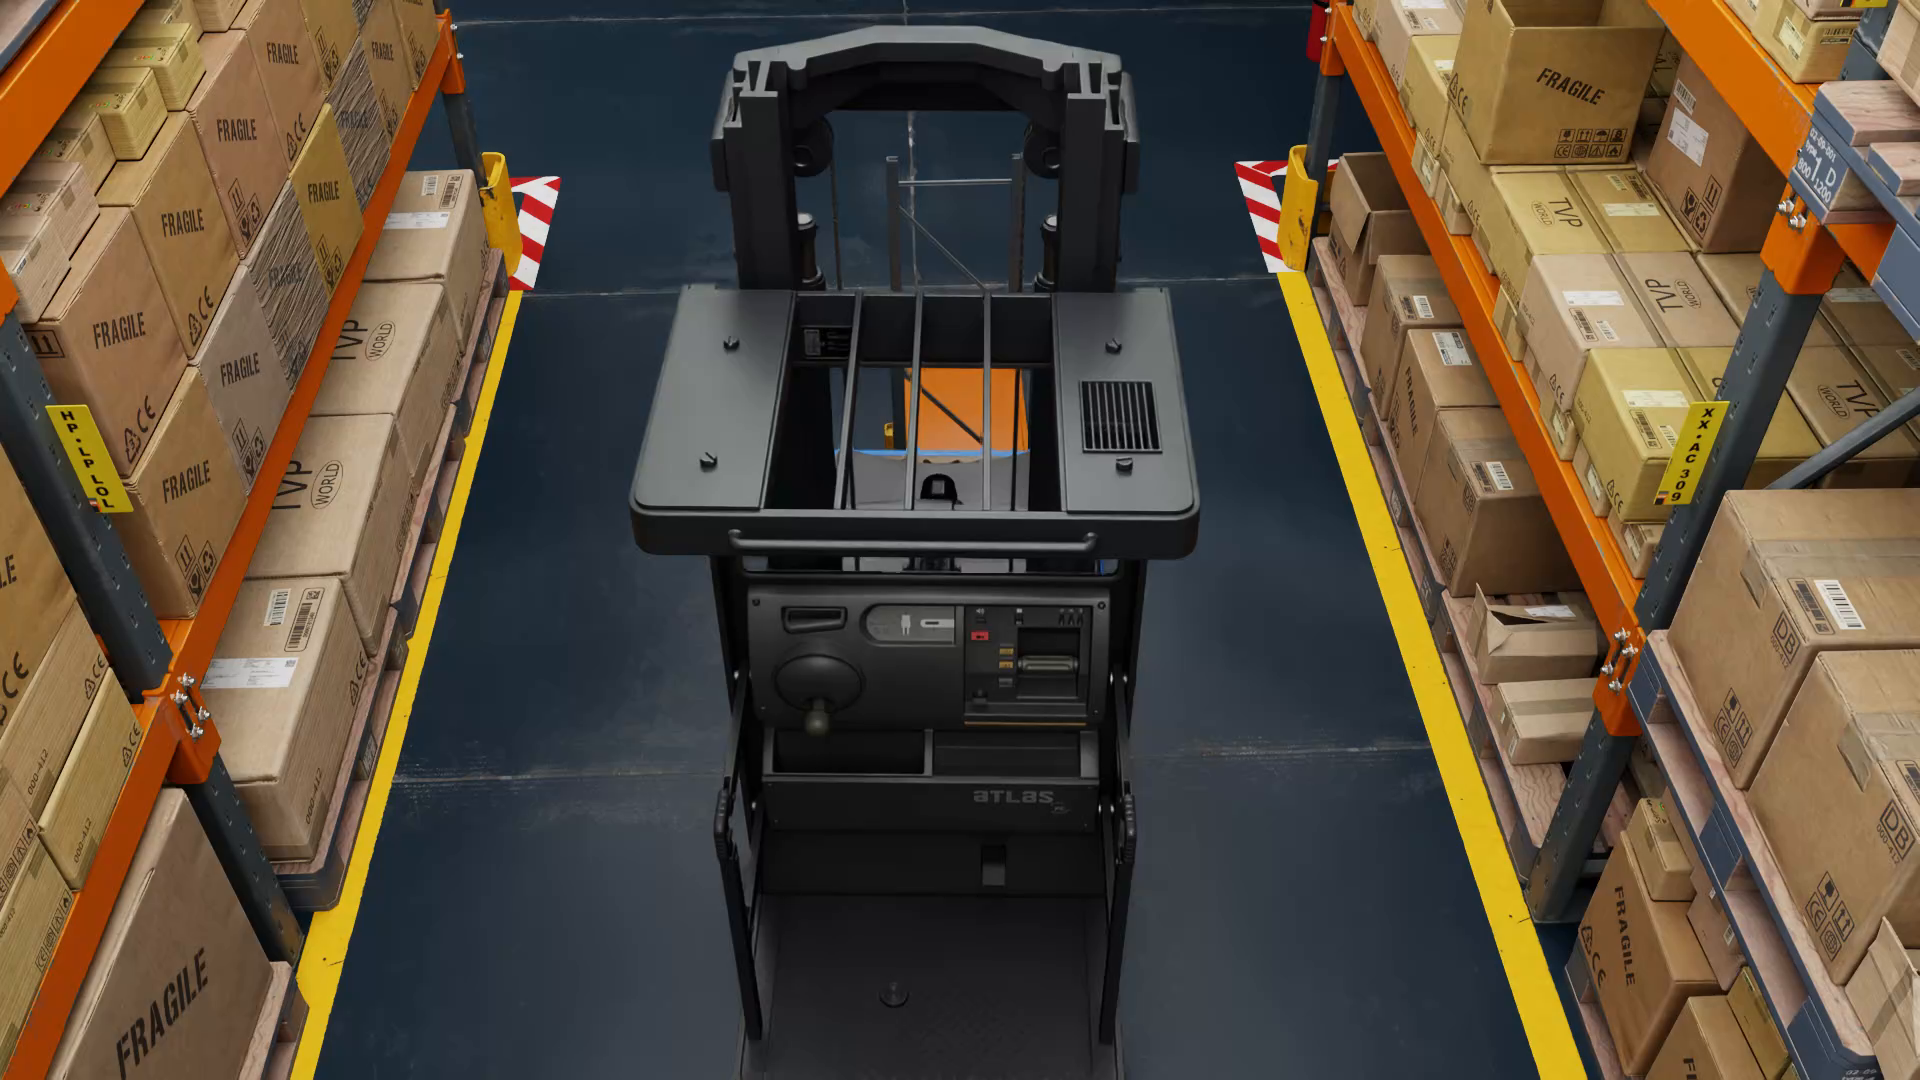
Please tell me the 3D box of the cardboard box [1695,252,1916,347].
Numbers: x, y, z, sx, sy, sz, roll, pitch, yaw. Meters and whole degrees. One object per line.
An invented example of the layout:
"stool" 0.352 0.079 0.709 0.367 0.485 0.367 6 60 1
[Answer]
"cardboard box" 2.576 -0.649 5.129 0.500 0.250 0.500 -2 43 -2

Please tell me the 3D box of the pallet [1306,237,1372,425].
"pallet" 2.224 -0.997 7.681 1.003 0.211 1.213 -2 43 -2

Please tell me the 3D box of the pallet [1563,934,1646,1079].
"pallet" 2.428 1.662 4.780 1.003 0.211 1.213 -2 43 -2

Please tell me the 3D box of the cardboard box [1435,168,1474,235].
"cardboard box" 1.962 -1.243 6.073 0.380 0.149 0.250 -1 43 -1

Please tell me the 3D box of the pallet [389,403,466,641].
"pallet" -2.612 -0.082 6.683 1.003 0.211 1.213 -2 43 -2

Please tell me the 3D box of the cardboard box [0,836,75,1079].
"cardboard box" -2.312 0.926 3.631 0.500 0.250 0.500 -2 43 -2

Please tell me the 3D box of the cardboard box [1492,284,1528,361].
"cardboard box" 1.999 -0.729 5.511 0.380 0.149 0.250 -2 43 -2

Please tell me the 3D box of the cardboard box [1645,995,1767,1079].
"cardboard box" 2.184 1.545 4.384 0.500 0.500 0.500 -2 43 -2

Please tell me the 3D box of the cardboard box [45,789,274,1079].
"cardboard box" -2.497 1.276 4.400 0.875 0.875 0.875 0 43 0

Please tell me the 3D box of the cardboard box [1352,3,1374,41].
"cardboard box" 1.926 -2.292 7.216 0.380 0.149 0.250 -2 43 -2

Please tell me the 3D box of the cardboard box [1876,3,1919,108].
"cardboard box" 1.971 -0.905 3.099 0.380 0.149 0.250 -1 43 -1

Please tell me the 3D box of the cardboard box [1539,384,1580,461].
"cardboard box" 2.022 -0.379 5.130 0.380 0.149 0.250 -1 43 -1

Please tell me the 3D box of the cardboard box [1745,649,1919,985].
"cardboard box" 2.175 0.577 3.516 0.700 0.500 0.500 -1 43 -1

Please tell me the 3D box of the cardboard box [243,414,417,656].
"cardboard box" -2.561 -0.010 6.127 0.875 0.438 0.875 -3 43 -3

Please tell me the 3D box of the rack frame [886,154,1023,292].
"rack frame" -0.018 -0.838 6.555 0.500 1.500 0.032 -2 43 -2

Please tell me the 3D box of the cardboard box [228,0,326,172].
"cardboard box" -2.426 -1.531 5.386 0.500 0.500 0.500 -2 43 -2

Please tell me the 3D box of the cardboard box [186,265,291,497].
"cardboard box" -2.379 -0.470 4.969 0.500 0.500 0.500 -1 43 -2

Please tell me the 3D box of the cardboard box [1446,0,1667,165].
"cardboard box" 2.000 -1.618 5.631 0.500 0.500 0.500 -1 43 -1

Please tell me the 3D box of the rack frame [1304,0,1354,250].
"rack frame" 2.186 -2.614 7.382 1.000 3.000 0.127 -2 43 -2

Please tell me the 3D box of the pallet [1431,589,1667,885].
"pallet" 2.327 0.651 5.884 1.003 0.211 1.213 -2 43 -2

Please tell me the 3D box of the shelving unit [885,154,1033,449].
"shelving unit" 0.003 -0.501 6.187 0.587 1.500 1.083 -2 43 -2

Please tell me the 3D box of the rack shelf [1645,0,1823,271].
"rack shelf" 2.271 -2.105 5.139 1.077 0.370 4.000 -2 43 -2

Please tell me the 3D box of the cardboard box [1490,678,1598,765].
"cardboard box" 2.039 0.615 5.659 0.380 0.149 0.250 -3 43 -3

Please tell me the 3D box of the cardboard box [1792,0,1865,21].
"cardboard box" 2.085 -1.392 3.720 0.500 0.250 0.500 -1 43 -2

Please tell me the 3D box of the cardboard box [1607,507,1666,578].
"cardboard box" 2.090 -0.029 4.748 0.380 0.149 0.250 -1 43 -1

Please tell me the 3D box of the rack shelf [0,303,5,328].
"rack shelf" -2.518 0.741 2.034 1.077 0.370 4.000 -2 43 -2

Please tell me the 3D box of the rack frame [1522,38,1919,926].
"rack frame" 2.356 0.086 4.436 1.000 3.000 0.127 -2 43 -2

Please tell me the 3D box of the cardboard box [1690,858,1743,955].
"cardboard box" 2.164 0.928 4.357 0.380 0.149 0.250 -4 43 -4

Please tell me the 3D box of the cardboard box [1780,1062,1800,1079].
"cardboard box" 2.242 1.406 4.055 0.380 0.149 0.250 -2 43 -3

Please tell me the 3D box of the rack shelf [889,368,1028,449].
"rack shelf" 0.004 -0.363 6.302 0.538 0.185 1.000 -2 43 -2

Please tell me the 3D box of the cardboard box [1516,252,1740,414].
"cardboard box" 2.054 -0.643 5.122 0.500 0.250 0.500 -2 43 -2

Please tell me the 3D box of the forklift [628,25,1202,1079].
"forklift" -0.081 0.400 4.144 1.130 2.935 3.031 1 43 1

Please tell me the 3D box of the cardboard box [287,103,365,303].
"cardboard box" -2.415 -1.154 5.715 0.500 0.500 0.500 0 43 -1

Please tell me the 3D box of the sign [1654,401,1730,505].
"sign" 1.814 -0.212 4.121 0.100 0.325 0.005 -2 43 -2

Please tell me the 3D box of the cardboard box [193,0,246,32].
"cardboard box" -2.403 -1.663 5.050 0.380 0.149 0.250 -2 43 -2

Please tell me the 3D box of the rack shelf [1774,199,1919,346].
"rack shelf" 2.441 0.596 2.193 1.077 0.370 4.000 -2 43 -2

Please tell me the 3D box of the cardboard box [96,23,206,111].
"cardboard box" -2.369 -1.328 4.684 0.380 0.149 0.250 -3 43 -3

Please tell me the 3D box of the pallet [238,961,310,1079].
"pallet" -2.495 1.778 4.654 1.003 0.211 1.213 -2 43 -2

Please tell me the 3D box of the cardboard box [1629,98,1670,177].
"cardboard box" 2.529 -1.330 5.872 0.500 0.250 0.500 -2 43 -2

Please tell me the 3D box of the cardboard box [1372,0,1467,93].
"cardboard box" 1.958 -2.014 6.618 0.500 0.250 0.500 -1 43 -1

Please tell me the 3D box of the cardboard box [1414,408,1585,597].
"cardboard box" 2.159 -0.153 6.236 0.700 0.500 0.500 -3 43 -3

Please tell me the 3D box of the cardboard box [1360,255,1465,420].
"cardboard box" 2.115 -0.854 7.001 0.700 0.500 0.500 0 43 0

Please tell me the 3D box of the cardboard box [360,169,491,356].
"cardboard box" -2.645 -1.237 7.465 0.875 0.438 0.875 -3 43 -3

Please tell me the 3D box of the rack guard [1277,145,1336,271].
"rack guard" 2.189 -1.641 8.171 1.175 0.500 0.348 -2 43 -2

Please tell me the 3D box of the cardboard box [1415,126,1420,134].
"cardboard box" 1.995 -1.593 6.454 0.380 0.149 0.250 -1 43 -1

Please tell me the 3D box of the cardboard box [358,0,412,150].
"cardboard box" -2.482 -1.849 6.473 0.500 0.500 0.500 -2 43 -3

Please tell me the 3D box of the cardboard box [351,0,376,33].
"cardboard box" -2.463 -2.204 6.121 0.500 0.500 0.500 -2 43 -2

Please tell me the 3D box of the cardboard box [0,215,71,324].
"cardboard box" -2.357 -0.634 3.928 0.380 0.149 0.250 -2 43 -2

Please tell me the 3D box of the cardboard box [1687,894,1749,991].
"cardboard box" 2.194 1.048 4.445 0.380 0.149 0.250 -3 43 -3

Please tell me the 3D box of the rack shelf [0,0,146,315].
"rack shelf" -2.688 -1.960 4.980 1.077 0.370 4.000 -2 43 -2

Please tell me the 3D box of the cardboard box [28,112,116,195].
"cardboard box" -2.437 -0.978 4.303 0.380 0.149 0.250 -2 43 -2

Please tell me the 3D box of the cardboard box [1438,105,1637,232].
"cardboard box" 2.025 -1.327 5.869 0.500 0.250 0.500 -3 43 -3

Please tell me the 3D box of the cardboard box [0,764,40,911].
"cardboard box" -2.313 0.730 3.475 0.500 0.250 0.500 -1 43 -1

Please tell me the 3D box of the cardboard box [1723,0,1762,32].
"cardboard box" 2.038 -1.327 3.943 0.380 0.149 0.250 -2 43 -2

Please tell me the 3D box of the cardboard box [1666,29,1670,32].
"cardboard box" 2.491 -2.017 6.622 0.500 0.250 0.500 -2 43 -2

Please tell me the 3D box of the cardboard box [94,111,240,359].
"cardboard box" -2.397 -0.844 4.637 0.500 0.500 0.500 -2 43 -2

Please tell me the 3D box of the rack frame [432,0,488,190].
"rack frame" -2.773 -2.469 7.224 1.000 3.000 0.127 -2 43 -2
